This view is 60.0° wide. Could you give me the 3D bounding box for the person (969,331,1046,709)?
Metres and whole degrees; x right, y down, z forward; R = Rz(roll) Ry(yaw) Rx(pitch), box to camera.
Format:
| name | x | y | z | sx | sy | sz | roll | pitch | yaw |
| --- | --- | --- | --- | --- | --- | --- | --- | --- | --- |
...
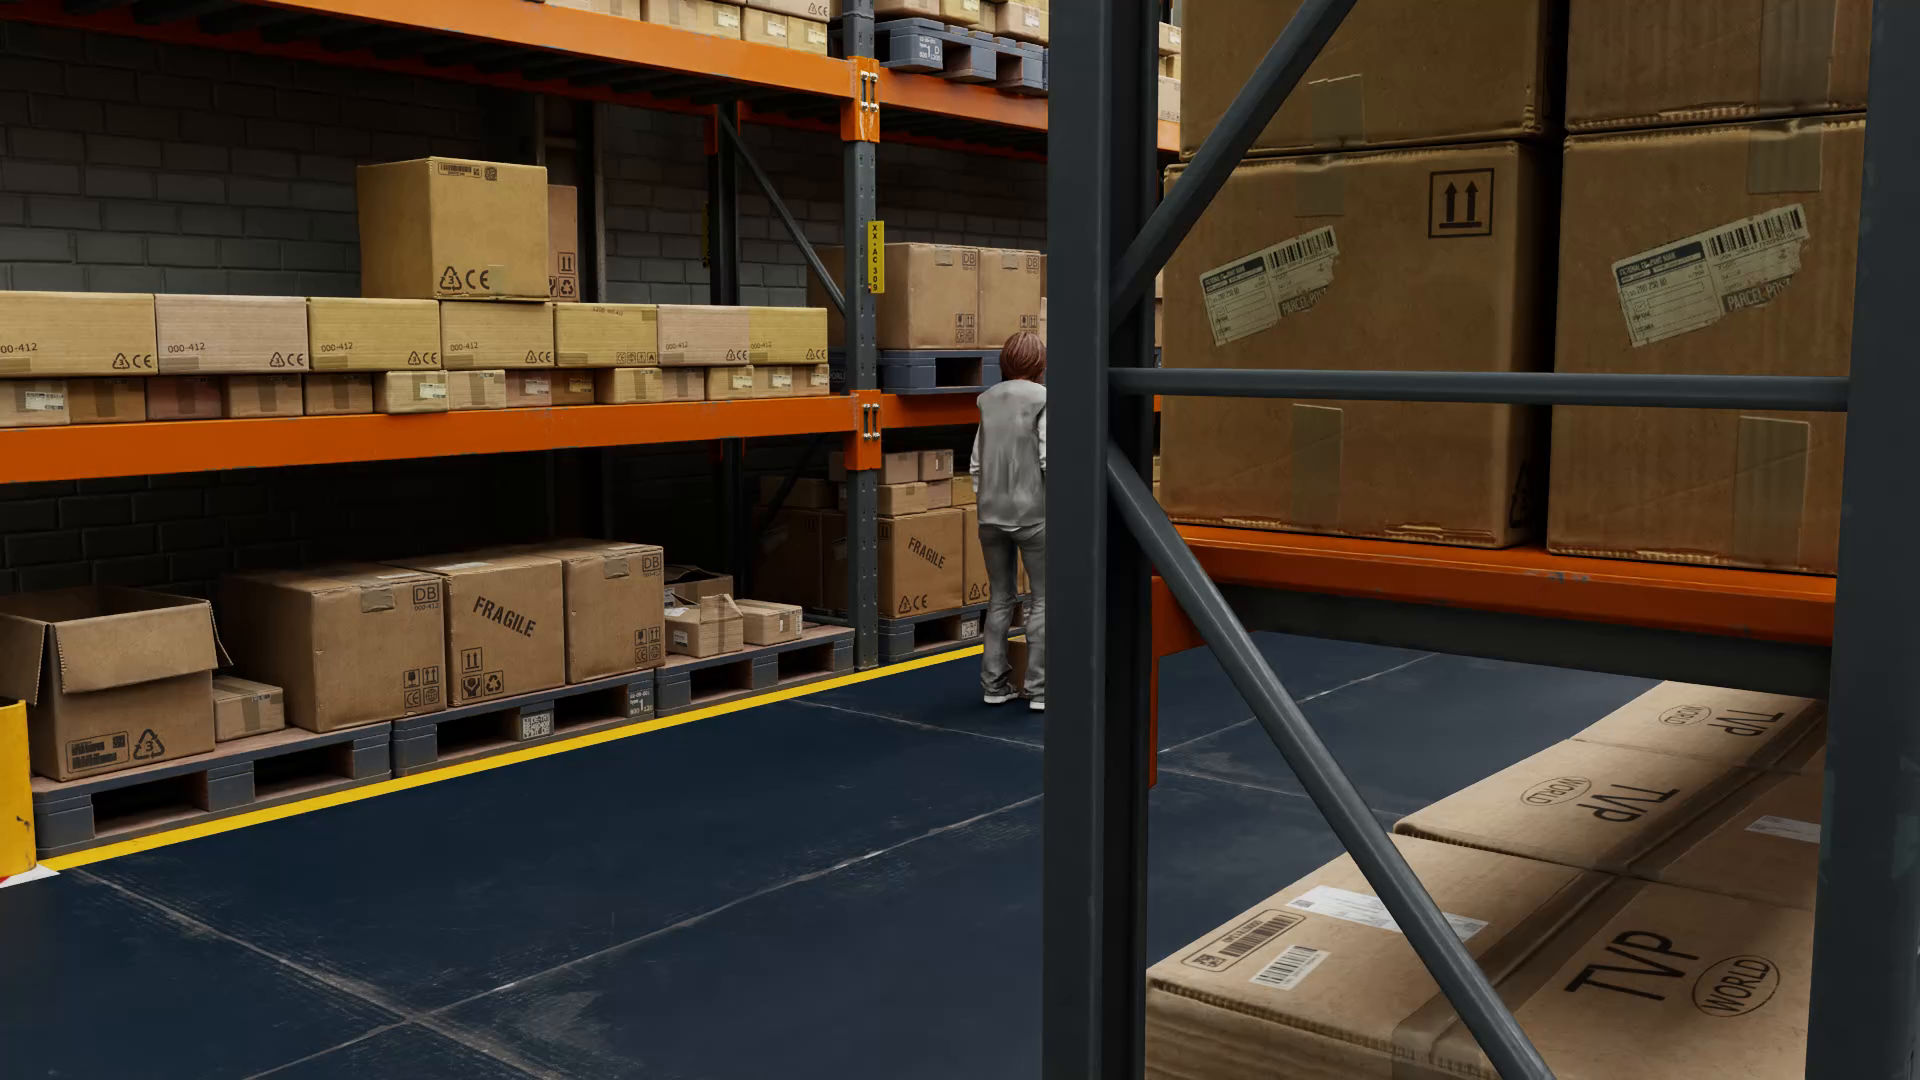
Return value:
| name | x | y | z | sx | sy | sz | roll | pitch | yaw |
| --- | --- | --- | --- | --- | --- | --- | --- | --- | --- |
| person | 0.252 | -0.081 | 7.047 | 0.462 | 1.591 | 0.345 | 5 | 8 | 34 |
